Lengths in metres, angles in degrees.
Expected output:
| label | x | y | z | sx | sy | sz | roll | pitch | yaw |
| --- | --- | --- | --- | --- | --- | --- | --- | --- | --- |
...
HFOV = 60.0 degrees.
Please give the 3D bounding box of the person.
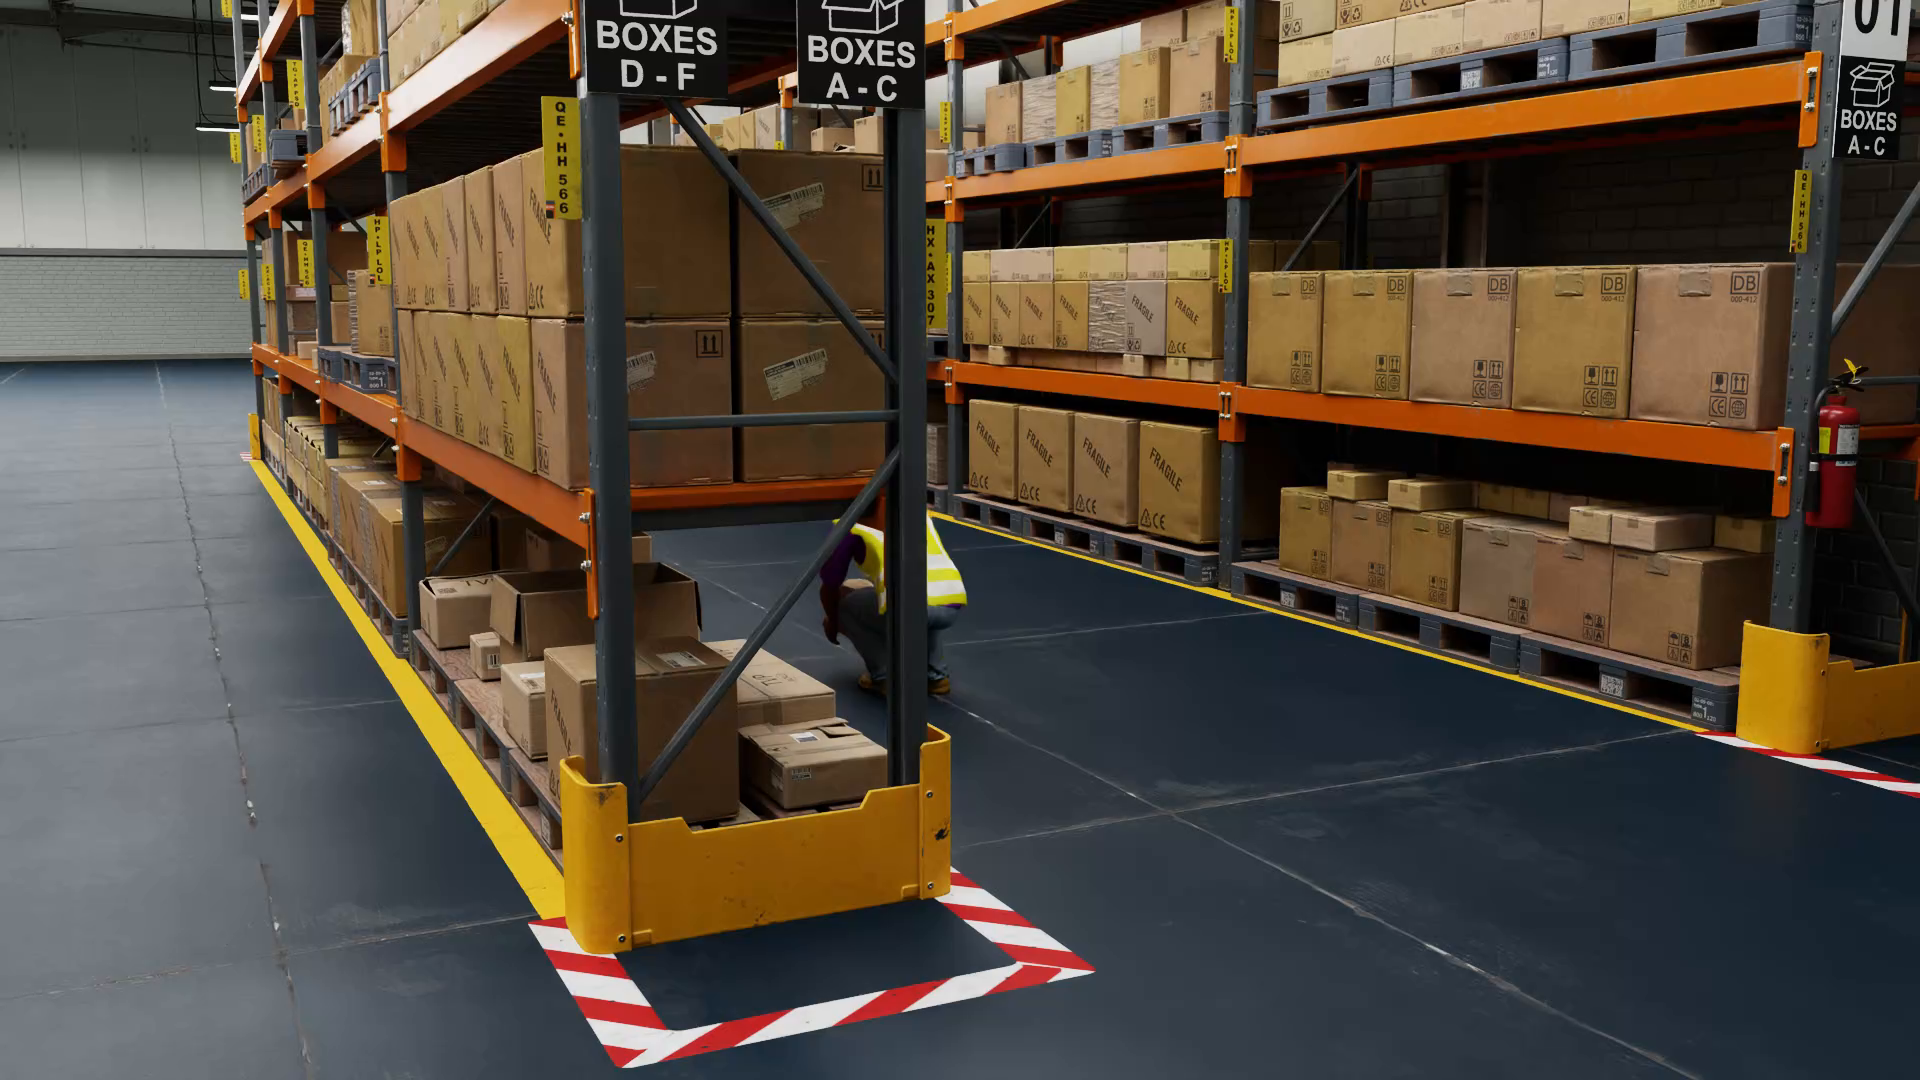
| label | x | y | z | sx | sy | sz | roll | pitch | yaw |
| --- | --- | --- | --- | --- | --- | --- | --- | --- | --- |
| person | -0.346 | 0.215 | 7.950 | 0.586 | 0.998 | 0.892 | -4 | 9 | -26 |
